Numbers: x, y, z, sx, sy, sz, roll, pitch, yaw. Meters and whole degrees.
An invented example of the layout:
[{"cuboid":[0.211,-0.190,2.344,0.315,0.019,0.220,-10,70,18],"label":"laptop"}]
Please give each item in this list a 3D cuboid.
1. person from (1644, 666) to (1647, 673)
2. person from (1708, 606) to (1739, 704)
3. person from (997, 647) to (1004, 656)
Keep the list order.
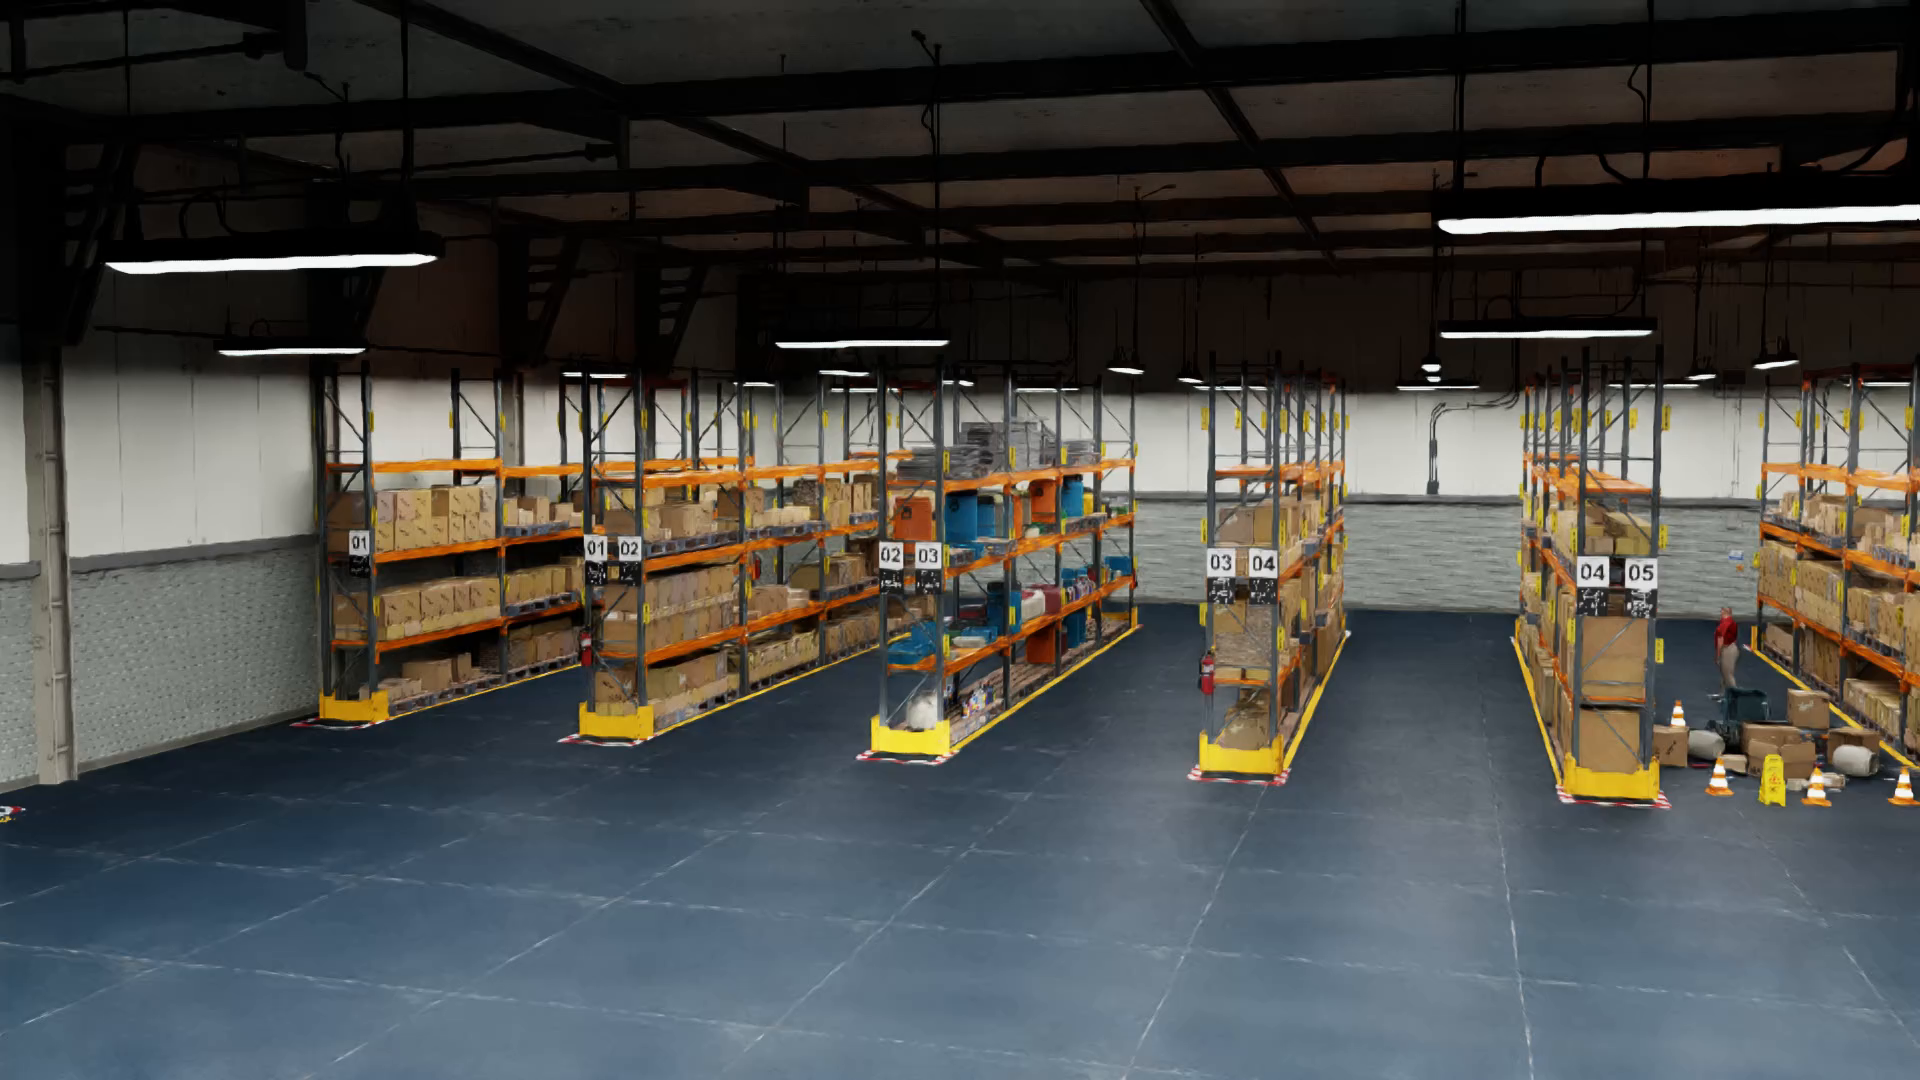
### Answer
[{"cuboid":[13.514,1.731,33.141,0.504,1.784,0.640,-1,4,-14],"label":"person"},{"cuboid":[13.552,2.020,29.496,0.582,1.721,0.637,4,6,44],"label":"person"},{"cuboid":[0.830,1.667,35.549,0.479,1.567,1.075,1,4,19],"label":"person"}]
